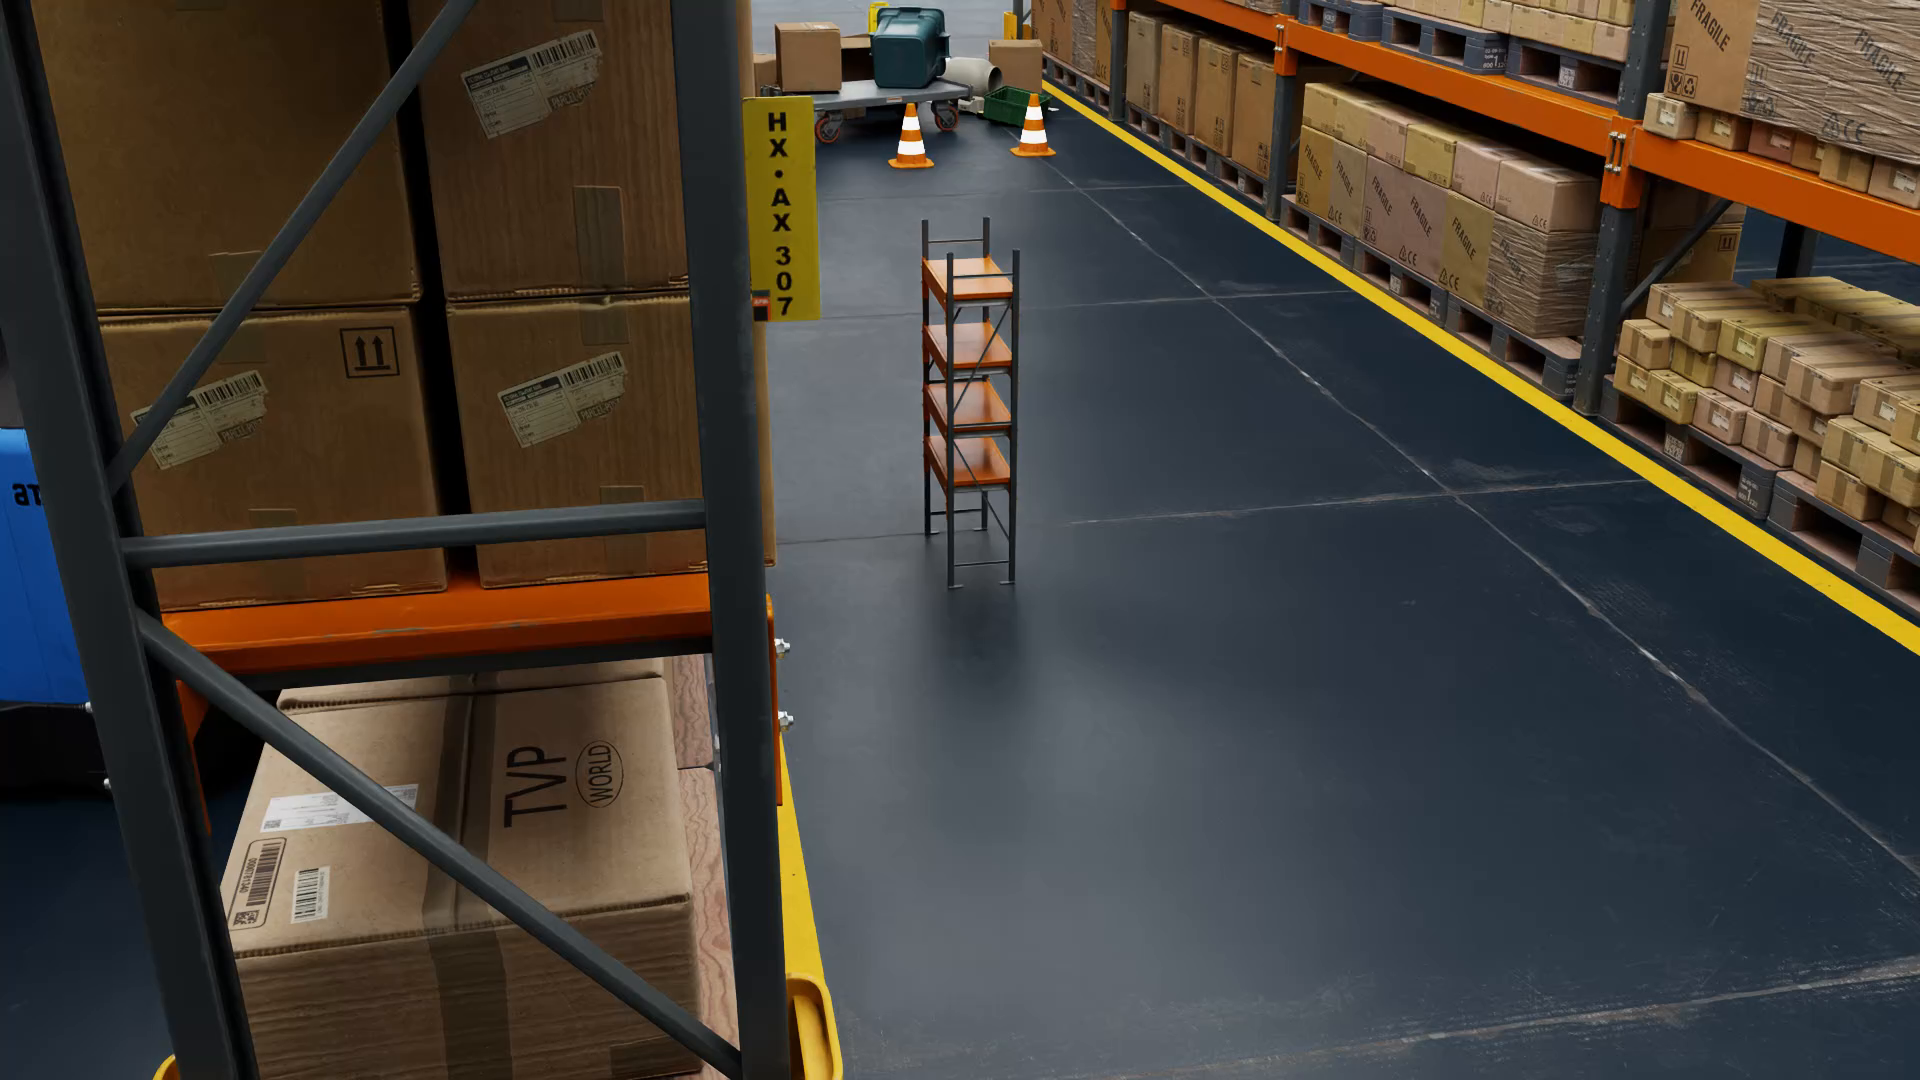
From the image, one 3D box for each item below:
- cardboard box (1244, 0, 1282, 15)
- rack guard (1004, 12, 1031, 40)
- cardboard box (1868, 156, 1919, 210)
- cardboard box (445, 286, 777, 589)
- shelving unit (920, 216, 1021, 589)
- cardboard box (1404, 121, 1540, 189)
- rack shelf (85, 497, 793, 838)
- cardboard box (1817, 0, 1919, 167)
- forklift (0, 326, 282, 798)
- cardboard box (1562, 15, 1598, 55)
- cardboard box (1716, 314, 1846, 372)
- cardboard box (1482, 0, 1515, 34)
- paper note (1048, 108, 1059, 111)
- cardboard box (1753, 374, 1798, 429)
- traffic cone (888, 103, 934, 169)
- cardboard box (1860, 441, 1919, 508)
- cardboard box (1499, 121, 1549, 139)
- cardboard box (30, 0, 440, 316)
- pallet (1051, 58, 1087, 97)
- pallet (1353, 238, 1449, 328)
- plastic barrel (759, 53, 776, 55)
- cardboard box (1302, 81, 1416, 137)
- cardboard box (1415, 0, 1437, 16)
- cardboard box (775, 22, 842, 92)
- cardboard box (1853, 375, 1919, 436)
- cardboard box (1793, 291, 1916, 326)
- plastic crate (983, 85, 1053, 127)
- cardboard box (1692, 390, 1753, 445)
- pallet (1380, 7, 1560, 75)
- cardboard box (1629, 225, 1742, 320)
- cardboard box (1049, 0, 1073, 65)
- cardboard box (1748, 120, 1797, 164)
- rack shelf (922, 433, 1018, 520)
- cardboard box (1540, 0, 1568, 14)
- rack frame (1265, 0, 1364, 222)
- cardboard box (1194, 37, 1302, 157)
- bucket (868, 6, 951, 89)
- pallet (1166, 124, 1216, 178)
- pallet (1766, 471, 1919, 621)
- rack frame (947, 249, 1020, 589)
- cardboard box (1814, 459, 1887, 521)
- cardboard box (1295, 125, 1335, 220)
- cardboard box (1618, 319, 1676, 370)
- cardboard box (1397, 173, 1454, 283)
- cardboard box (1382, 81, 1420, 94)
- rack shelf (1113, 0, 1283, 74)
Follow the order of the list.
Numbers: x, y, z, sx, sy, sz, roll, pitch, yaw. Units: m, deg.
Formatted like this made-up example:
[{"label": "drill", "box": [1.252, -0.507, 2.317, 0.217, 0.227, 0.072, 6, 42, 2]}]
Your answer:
[{"label": "cardboard box", "box": [2.216, -3.760, 10.986, 0.500, 0.500, 0.500, -4, 24, -10]}, {"label": "rack guard", "box": [1.079, -5.567, 18.373, 1.175, 0.500, 0.348, -4, 24, -10]}, {"label": "cardboard box", "box": [3.325, -1.218, 5.606, 0.380, 0.149, 0.250, -3, 24, -7]}, {"label": "cardboard box", "box": [-0.610, -0.260, 2.972, 0.500, 0.500, 0.500, -4, 24, -10]}, {"label": "shelving unit", "box": [0.031, -0.485, 5.861, 0.258, 1.200, 0.503, -4, 24, -10]}, {"label": "cardboard box", "box": [2.723, -2.058, 8.877, 0.500, 0.250, 0.500, -5, 24, -12]}, {"label": "rack shelf", "box": [-1.174, -0.461, 4.457, 1.077, 0.370, 4.000, -4, 24, -10]}, {"label": "cardboard box", "box": [3.303, -1.557, 5.571, 0.500, 0.500, 0.500, -5, 24, -11]}, {"label": "forklift", "box": [-3.517, -0.871, 4.583, 3.031, 2.935, 1.130, 2, 24, 6]}, {"label": "cardboard box", "box": [2.986, -2.304, 7.568, 0.380, 0.149, 0.250, -4, 24, -9]}, {"label": "cardboard box", "box": [3.250, -0.783, 6.588, 0.380, 0.149, 0.250, -5, 24, -10]}, {"label": "cardboard box", "box": [2.839, -2.610, 8.268, 0.380, 0.149, 0.250, -5, 24, -12]}, {"label": "paper note", "box": [0.809, -3.967, 15.295, 0.142, 0.020, 0.147, 18, 29, 36]}, {"label": "cardboard box", "box": [3.318, -0.547, 6.420, 0.380, 0.149, 0.250, -6, 24, -12]}, {"label": "traffic cone", "box": [-0.381, -3.137, 12.855, 0.336, 0.463, 0.334, -4, 24, -10]}, {"label": "cardboard box", "box": [3.350, -0.234, 5.704, 0.380, 0.149, 0.250, -4, 24, -9]}, {"label": "cardboard box", "box": [3.235, -2.094, 8.959, 0.500, 0.250, 0.500, -3, 24, -8]}, {"label": "cardboard box", "box": [-1.127, -0.680, 2.685, 0.500, 0.500, 0.500, -4, 24, -8]}, {"label": "pallet", "box": [1.530, -4.638, 16.606, 1.003, 0.211, 1.213, -4, 24, -10]}, {"label": "pallet", "box": [2.928, -1.493, 9.404, 1.003, 0.211, 1.213, -4, 24, -10]}, {"label": "plastic barrel", "box": [-1.893, -4.416, 15.833, 0.512, 0.421, 0.421, 13, 27, 27]}, {"label": "cardboard box", "box": [2.452, -2.658, 10.250, 0.500, 0.250, 0.500, -5, 24, -12]}, {"label": "cardboard box", "box": [2.694, -2.922, 8.981, 0.380, 0.149, 0.250, -4, 24, -9]}, {"label": "cardboard box", "box": [-1.279, -4.069, 13.996, 0.500, 0.500, 0.500, -4, 24, -10]}, {"label": "cardboard box", "box": [3.419, -0.475, 5.883, 0.380, 0.149, 0.250, -5, 24, -12]}, {"label": "cardboard box", "box": [3.710, -0.924, 6.911, 0.380, 0.149, 0.250, -4, 24, -9]}, {"label": "plastic crate", "box": [0.504, -3.839, 14.734, 0.450, 0.188, 0.662, 17, 27, 13]}, {"label": "cardboard box", "box": [3.200, -0.504, 6.693, 0.380, 0.149, 0.250, -4, 24, -10]}, {"label": "pallet", "box": [2.969, -2.693, 8.909, 1.003, 0.211, 1.213, -4, 24, -10]}, {"label": "cardboard box", "box": [3.427, -1.341, 8.170, 0.500, 0.500, 0.500, -3, 24, -8]}, {"label": "cardboard box", "box": [1.439, -5.314, 16.801, 0.875, 0.875, 0.875, -5, 24, -11]}, {"label": "cardboard box", "box": [3.255, -1.536, 6.332, 0.380, 0.149, 0.250, -5, 24, -12]}, {"label": "rack shelf", "box": [0.031, -0.241, 5.967, 0.258, 0.148, 0.480, -4, 24, -10]}, {"label": "cardboard box", "box": [2.942, -2.540, 7.736, 0.380, 0.149, 0.250, -3, 24, -7]}, {"label": "rack frame", "box": [2.563, -3.557, 10.646, 1.000, 3.000, 0.127, -4, 24, -10]}, {"label": "cardboard box", "box": [2.374, -3.308, 12.363, 1.050, 0.750, 0.750, -4, 24, -9]}, {"label": "bucket", "box": [-0.468, -4.209, 14.331, 0.726, 0.611, 0.620, 4, 34, 9]}, {"label": "pallet", "box": [2.269, -3.073, 13.023, 1.003, 0.211, 1.213, -4, 24, -10]}, {"label": "pallet", "box": [3.690, 0.037, 5.902, 1.003, 0.211, 1.213, -4, 24, -10]}, {"label": "rack frame", "box": [0.076, -0.389, 5.641, 0.240, 1.200, 0.015, -4, 24, -10]}, {"label": "cardboard box", "box": [3.334, -0.195, 5.986, 0.380, 0.149, 0.250, -5, 24, -11]}, {"label": "cardboard box", "box": [2.443, -2.307, 10.382, 0.500, 0.500, 0.500, -5, 24, -12]}, {"label": "cardboard box", "box": [3.055, -0.839, 7.090, 0.380, 0.149, 0.250, -3, 24, -7]}, {"label": "cardboard box", "box": [2.733, -1.707, 9.009, 0.500, 0.500, 0.500, -5, 24, -11]}, {"label": "cardboard box", "box": [2.947, -2.698, 10.341, 0.500, 0.250, 0.500, -5, 24, -11]}, {"label": "rack shelf", "box": [2.193, -4.014, 12.591, 1.077, 0.370, 4.000, -4, 24, -10]}]
